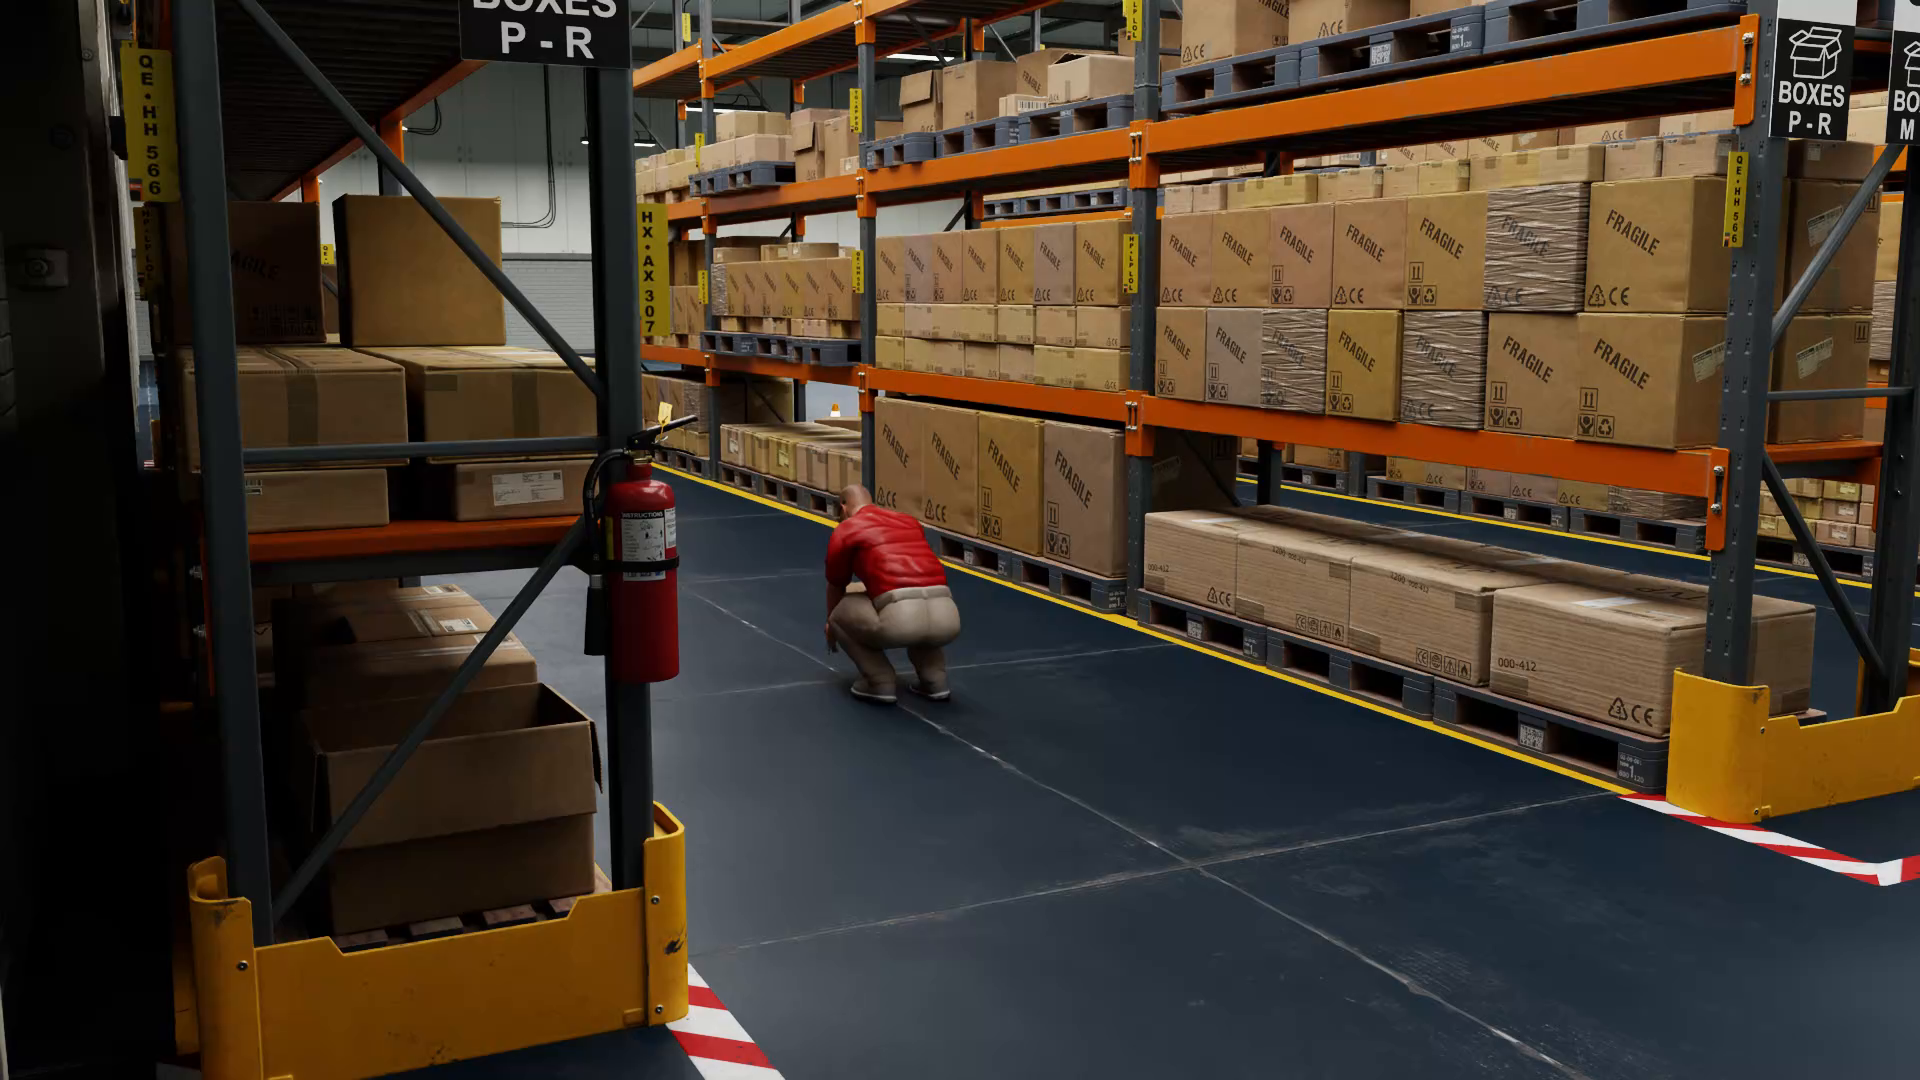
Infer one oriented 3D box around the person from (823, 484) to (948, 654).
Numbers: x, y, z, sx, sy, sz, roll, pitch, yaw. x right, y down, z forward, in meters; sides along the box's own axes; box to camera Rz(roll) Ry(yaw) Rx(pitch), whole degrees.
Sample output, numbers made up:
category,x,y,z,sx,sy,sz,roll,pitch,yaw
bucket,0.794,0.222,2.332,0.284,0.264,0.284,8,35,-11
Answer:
category,x,y,z,sx,sy,sz,roll,pitch,yaw
person,-0.372,0.177,7.888,0.537,0.860,0.770,-4,9,-26
